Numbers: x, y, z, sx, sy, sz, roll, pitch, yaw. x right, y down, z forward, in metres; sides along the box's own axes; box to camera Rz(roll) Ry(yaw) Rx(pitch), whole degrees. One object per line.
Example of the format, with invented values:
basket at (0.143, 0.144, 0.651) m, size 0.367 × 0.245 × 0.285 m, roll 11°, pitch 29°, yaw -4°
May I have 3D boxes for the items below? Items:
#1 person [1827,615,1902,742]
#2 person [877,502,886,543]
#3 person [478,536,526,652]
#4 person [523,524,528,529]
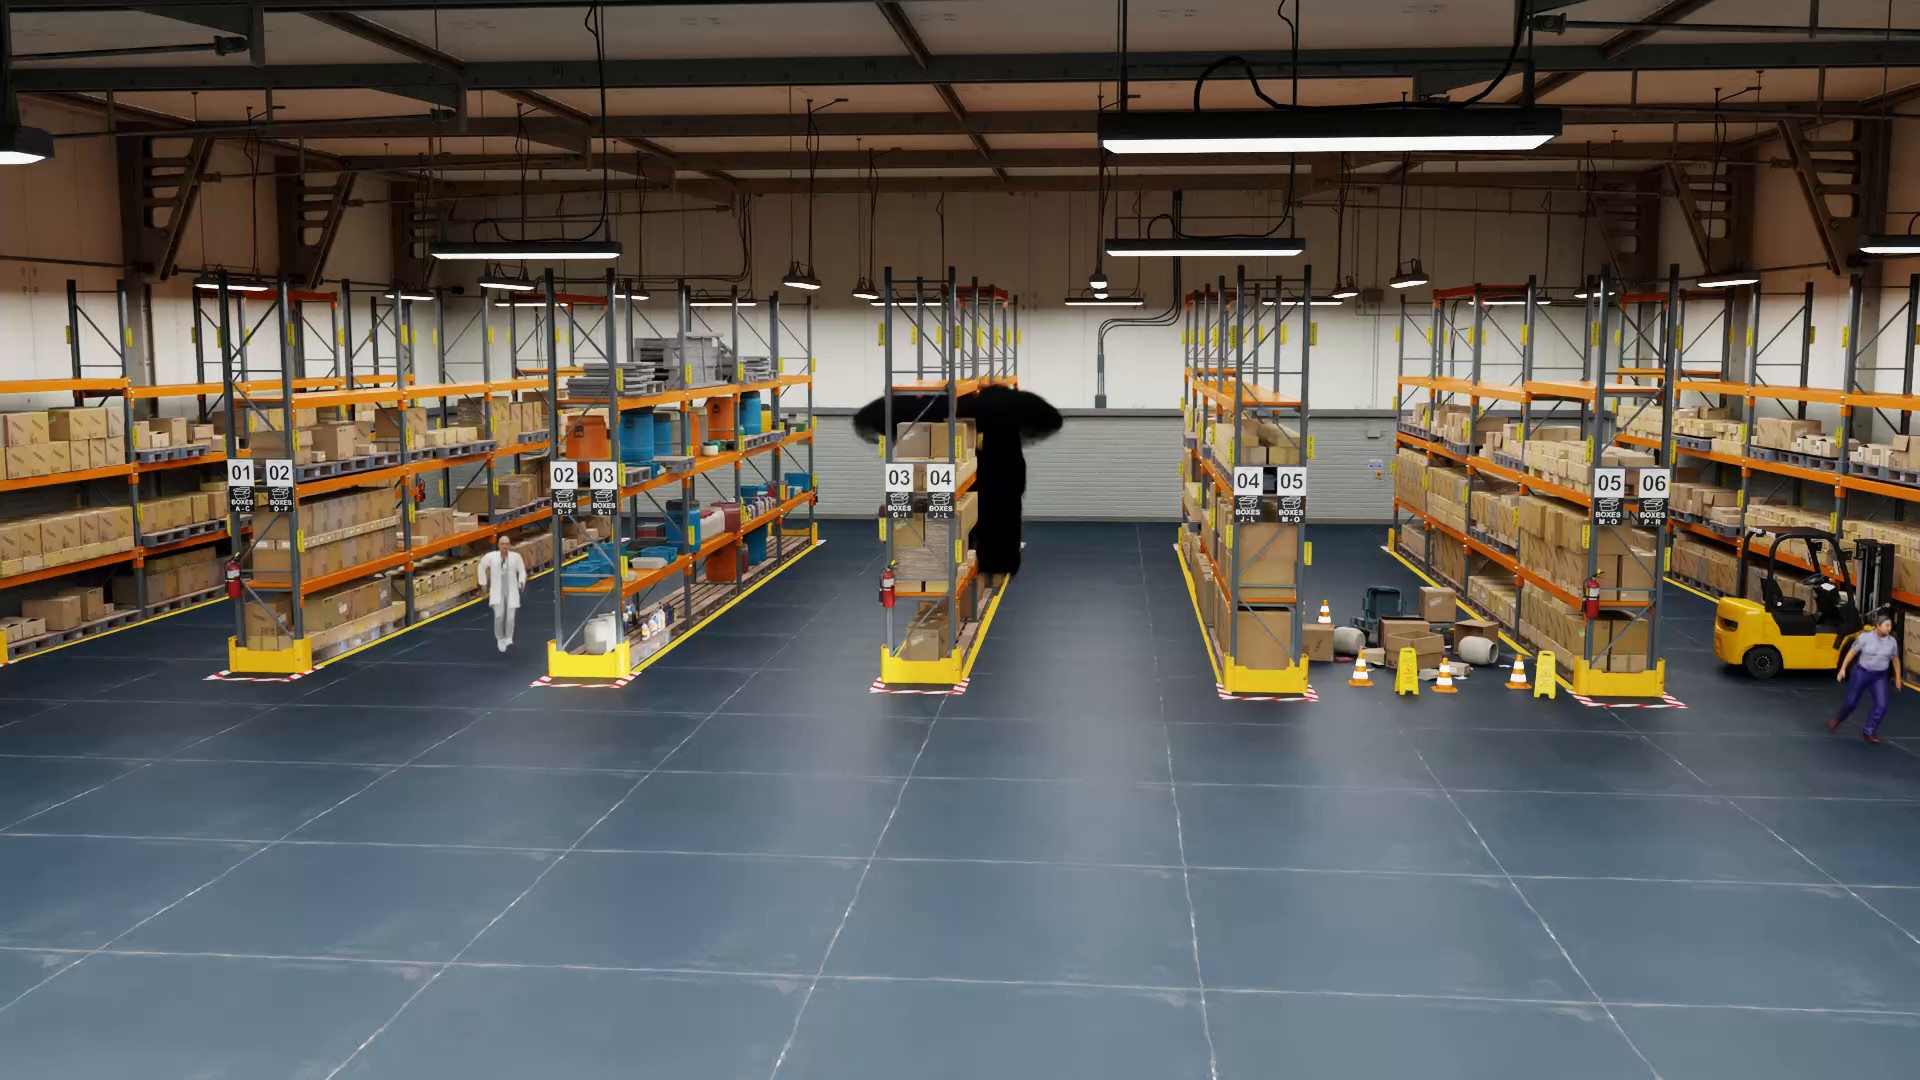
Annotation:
person at (11.345, 1.699, 20.846) m, size 0.680 × 1.575 × 0.680 m, roll 0°, pitch 7°, yaw 4°
person at (-1.371, -0.171, 34.455) m, size 0.667 × 1.758 × 0.847 m, roll 2°, pitch 7°, yaw 13°
person at (-6.970, 0.829, 25.407) m, size 0.701 × 1.781 × 0.765 m, roll -3°, pitch 7°, yaw -22°
person at (-11.378, -0.936, 42.676) m, size 1.134 × 1.449 × 0.580 m, roll 4°, pitch 8°, yaw 31°
